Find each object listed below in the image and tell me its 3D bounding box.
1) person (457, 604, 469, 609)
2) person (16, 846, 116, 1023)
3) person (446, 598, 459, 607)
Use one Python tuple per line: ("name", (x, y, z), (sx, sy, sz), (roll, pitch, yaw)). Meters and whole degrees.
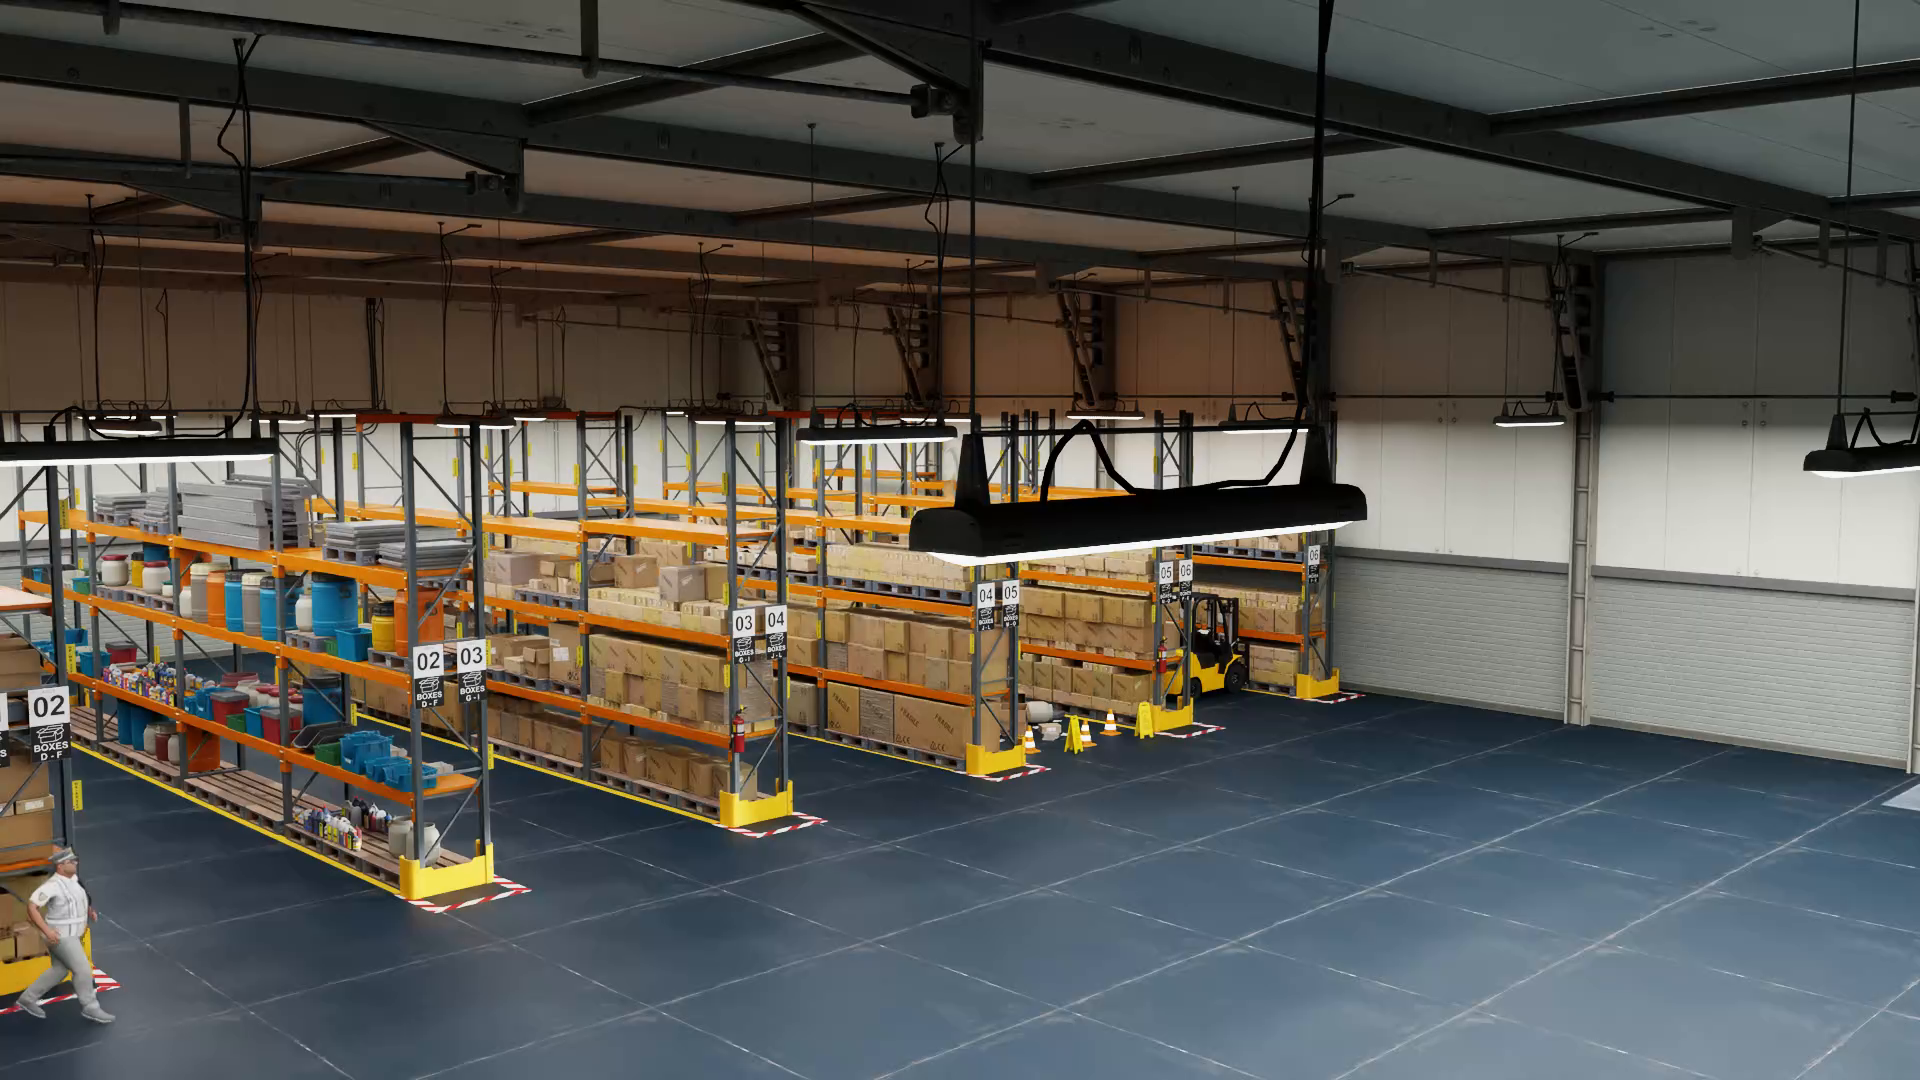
("person", (-11.862, 2.069, 39.734), (0.672, 1.640, 0.576), (2, 5, 17))
("person", (-9.056, 3.987, 16.797), (0.949, 1.794, 0.678), (-1, 5, -13))
("person", (-11.917, 2.113, 39.049), (0.593, 1.728, 0.828), (0, 5, -1))
